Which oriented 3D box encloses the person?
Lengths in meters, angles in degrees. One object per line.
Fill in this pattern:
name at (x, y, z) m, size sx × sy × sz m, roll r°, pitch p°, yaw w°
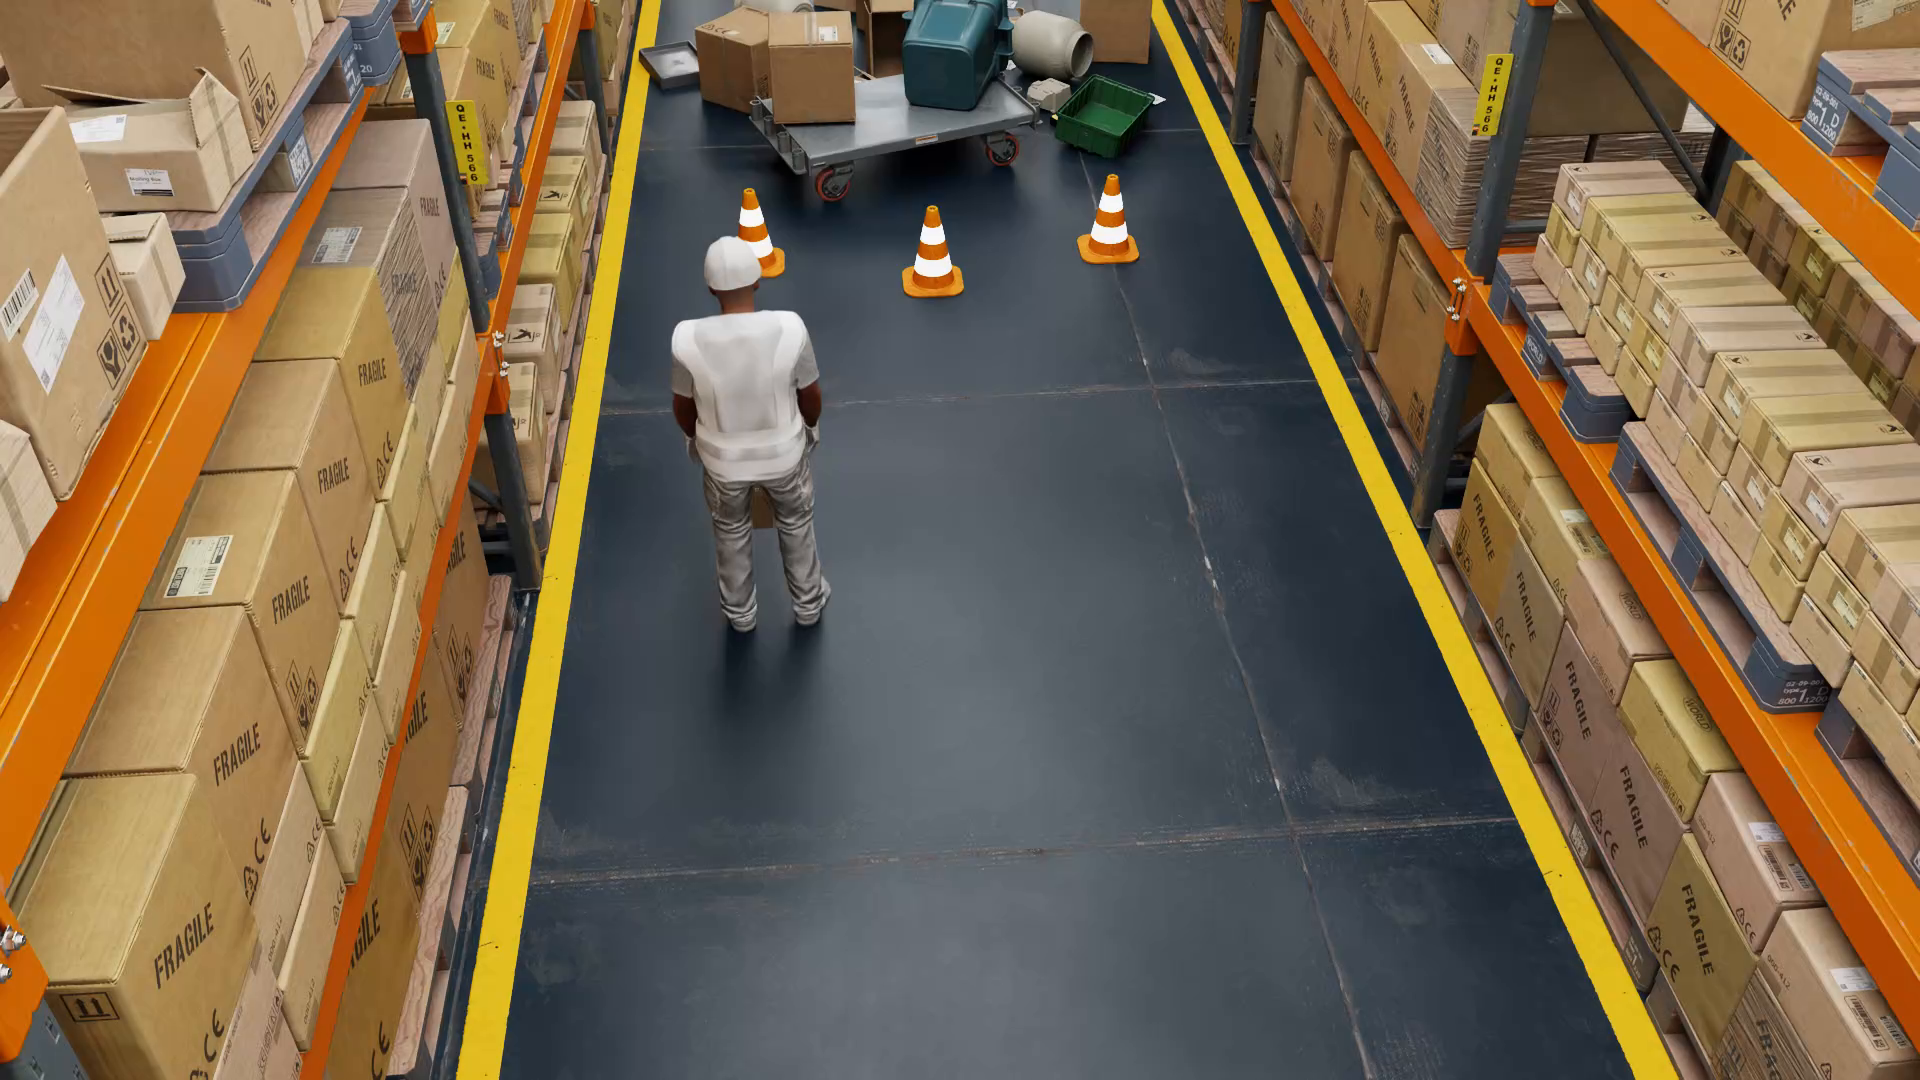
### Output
person at (-0.827, -0.384, 6.623) m, size 0.617 × 1.774 × 0.451 m, roll -3°, pitch 39°, yaw -4°
